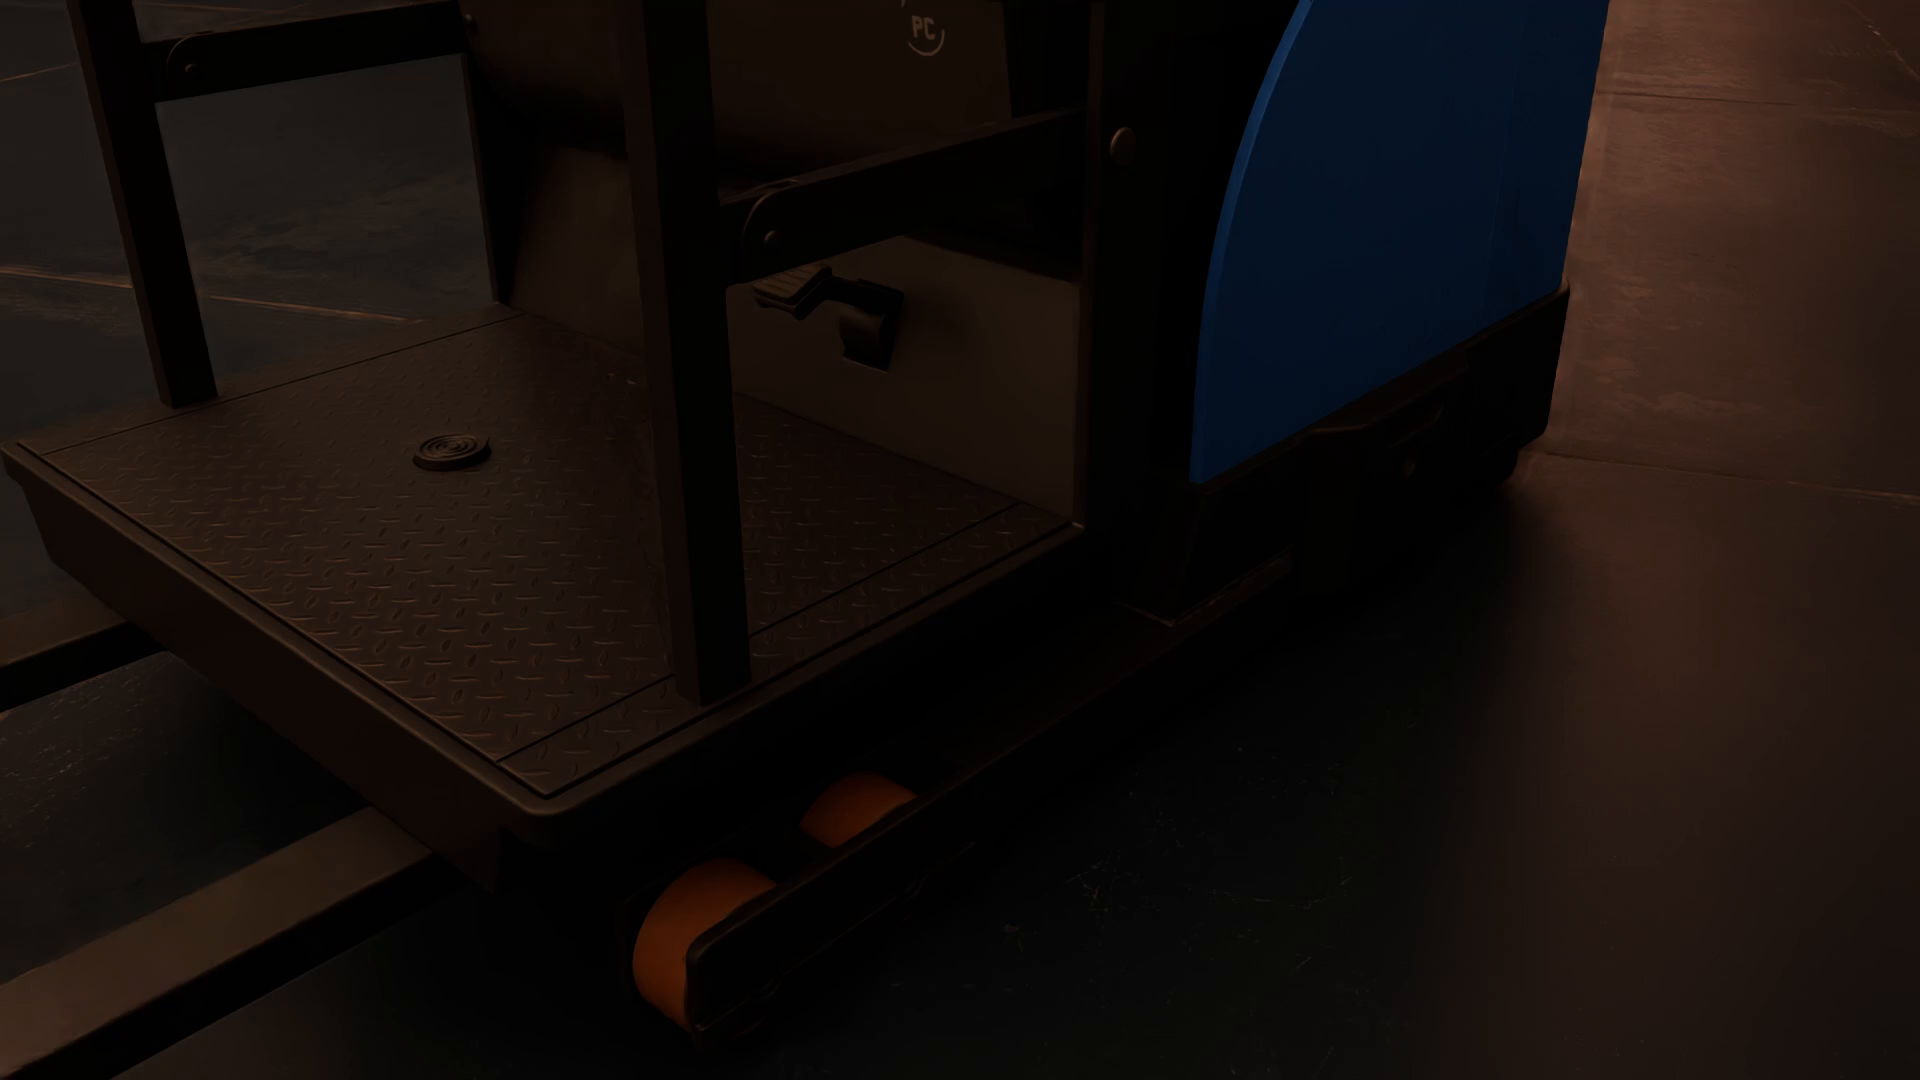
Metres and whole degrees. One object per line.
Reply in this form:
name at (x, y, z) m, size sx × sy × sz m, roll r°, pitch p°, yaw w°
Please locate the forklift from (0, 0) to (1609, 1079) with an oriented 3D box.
forklift at (-0.404, -1.095, 1.421) m, size 1.130 × 2.935 × 3.031 m, roll 22°, pitch 35°, yaw 37°
